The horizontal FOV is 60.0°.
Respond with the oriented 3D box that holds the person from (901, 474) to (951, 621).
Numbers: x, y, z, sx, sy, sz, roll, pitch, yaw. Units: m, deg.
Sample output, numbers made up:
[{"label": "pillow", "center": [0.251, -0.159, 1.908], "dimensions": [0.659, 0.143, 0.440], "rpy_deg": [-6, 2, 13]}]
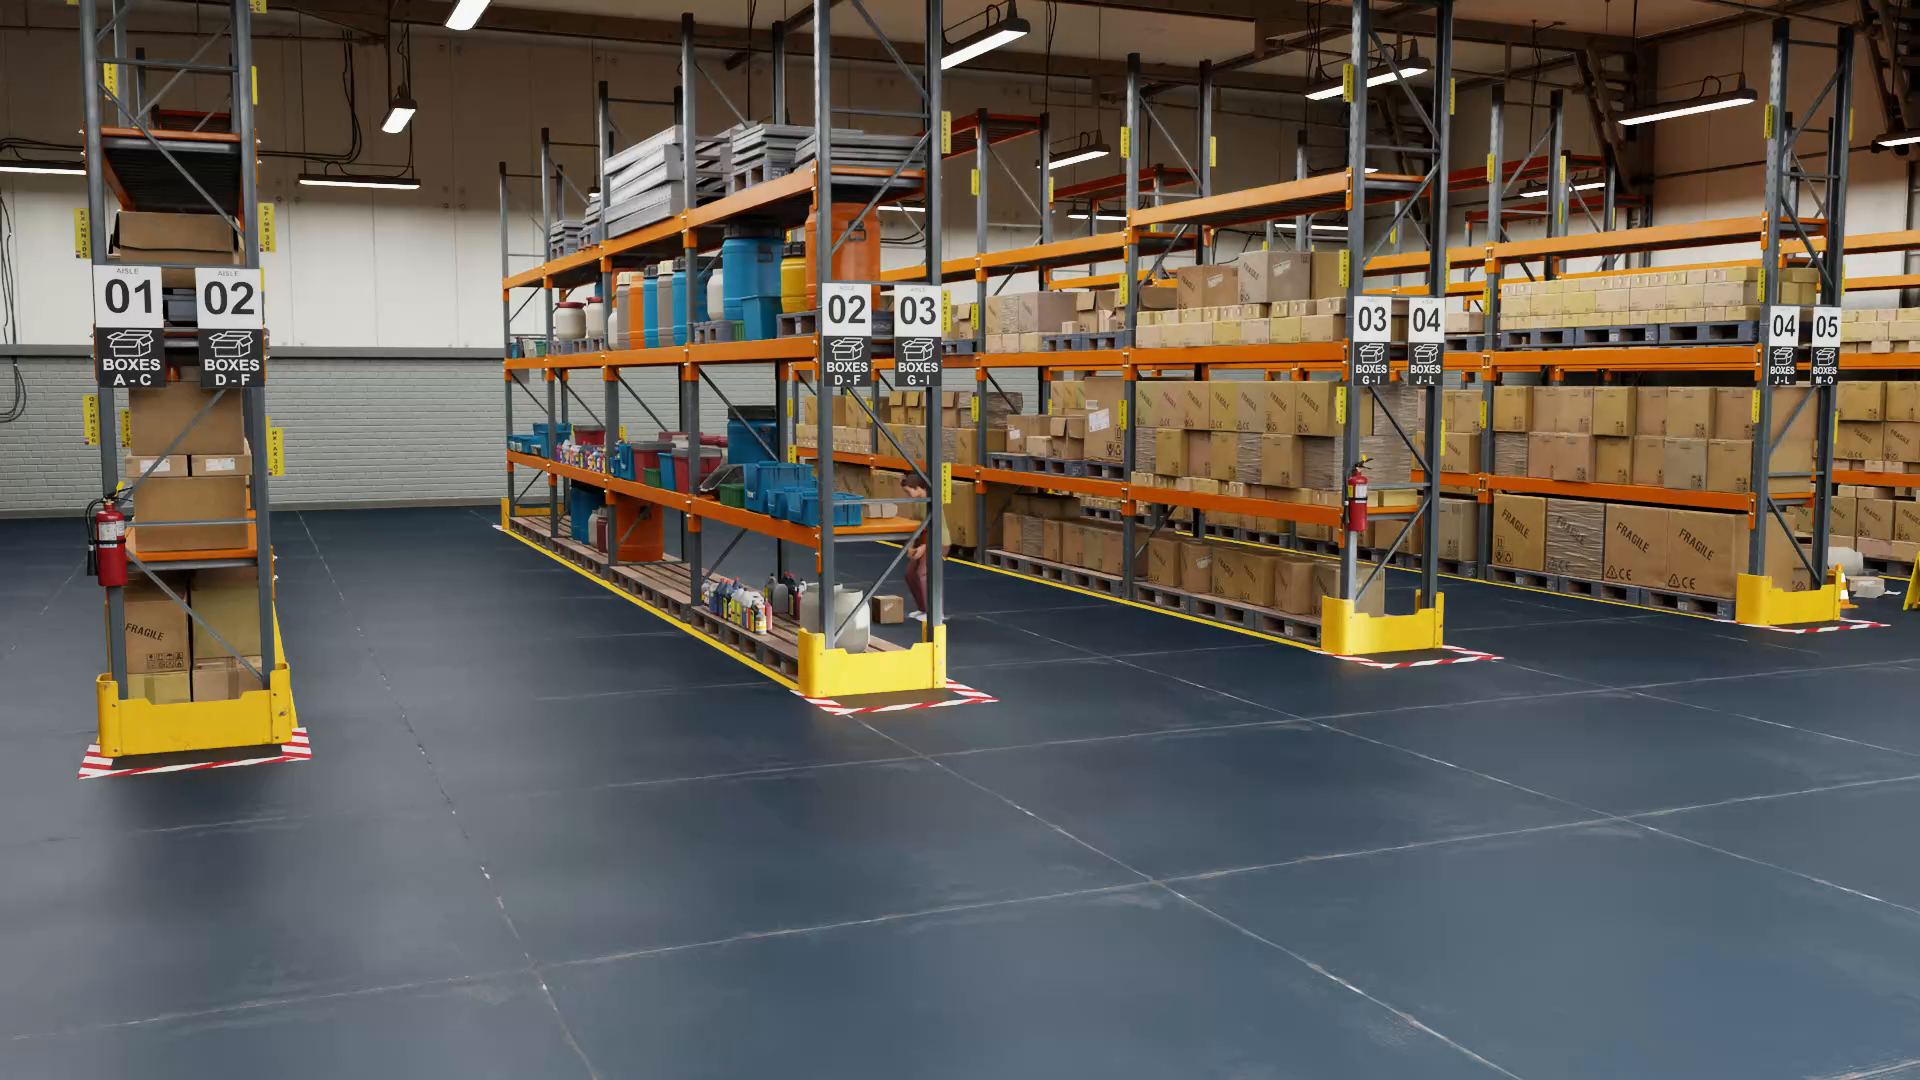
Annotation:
[{"label": "person", "center": [-0.351, 0.071, 17.111], "dimensions": [0.532, 1.515, 0.498], "rpy_deg": [-2, 6, -23]}]
